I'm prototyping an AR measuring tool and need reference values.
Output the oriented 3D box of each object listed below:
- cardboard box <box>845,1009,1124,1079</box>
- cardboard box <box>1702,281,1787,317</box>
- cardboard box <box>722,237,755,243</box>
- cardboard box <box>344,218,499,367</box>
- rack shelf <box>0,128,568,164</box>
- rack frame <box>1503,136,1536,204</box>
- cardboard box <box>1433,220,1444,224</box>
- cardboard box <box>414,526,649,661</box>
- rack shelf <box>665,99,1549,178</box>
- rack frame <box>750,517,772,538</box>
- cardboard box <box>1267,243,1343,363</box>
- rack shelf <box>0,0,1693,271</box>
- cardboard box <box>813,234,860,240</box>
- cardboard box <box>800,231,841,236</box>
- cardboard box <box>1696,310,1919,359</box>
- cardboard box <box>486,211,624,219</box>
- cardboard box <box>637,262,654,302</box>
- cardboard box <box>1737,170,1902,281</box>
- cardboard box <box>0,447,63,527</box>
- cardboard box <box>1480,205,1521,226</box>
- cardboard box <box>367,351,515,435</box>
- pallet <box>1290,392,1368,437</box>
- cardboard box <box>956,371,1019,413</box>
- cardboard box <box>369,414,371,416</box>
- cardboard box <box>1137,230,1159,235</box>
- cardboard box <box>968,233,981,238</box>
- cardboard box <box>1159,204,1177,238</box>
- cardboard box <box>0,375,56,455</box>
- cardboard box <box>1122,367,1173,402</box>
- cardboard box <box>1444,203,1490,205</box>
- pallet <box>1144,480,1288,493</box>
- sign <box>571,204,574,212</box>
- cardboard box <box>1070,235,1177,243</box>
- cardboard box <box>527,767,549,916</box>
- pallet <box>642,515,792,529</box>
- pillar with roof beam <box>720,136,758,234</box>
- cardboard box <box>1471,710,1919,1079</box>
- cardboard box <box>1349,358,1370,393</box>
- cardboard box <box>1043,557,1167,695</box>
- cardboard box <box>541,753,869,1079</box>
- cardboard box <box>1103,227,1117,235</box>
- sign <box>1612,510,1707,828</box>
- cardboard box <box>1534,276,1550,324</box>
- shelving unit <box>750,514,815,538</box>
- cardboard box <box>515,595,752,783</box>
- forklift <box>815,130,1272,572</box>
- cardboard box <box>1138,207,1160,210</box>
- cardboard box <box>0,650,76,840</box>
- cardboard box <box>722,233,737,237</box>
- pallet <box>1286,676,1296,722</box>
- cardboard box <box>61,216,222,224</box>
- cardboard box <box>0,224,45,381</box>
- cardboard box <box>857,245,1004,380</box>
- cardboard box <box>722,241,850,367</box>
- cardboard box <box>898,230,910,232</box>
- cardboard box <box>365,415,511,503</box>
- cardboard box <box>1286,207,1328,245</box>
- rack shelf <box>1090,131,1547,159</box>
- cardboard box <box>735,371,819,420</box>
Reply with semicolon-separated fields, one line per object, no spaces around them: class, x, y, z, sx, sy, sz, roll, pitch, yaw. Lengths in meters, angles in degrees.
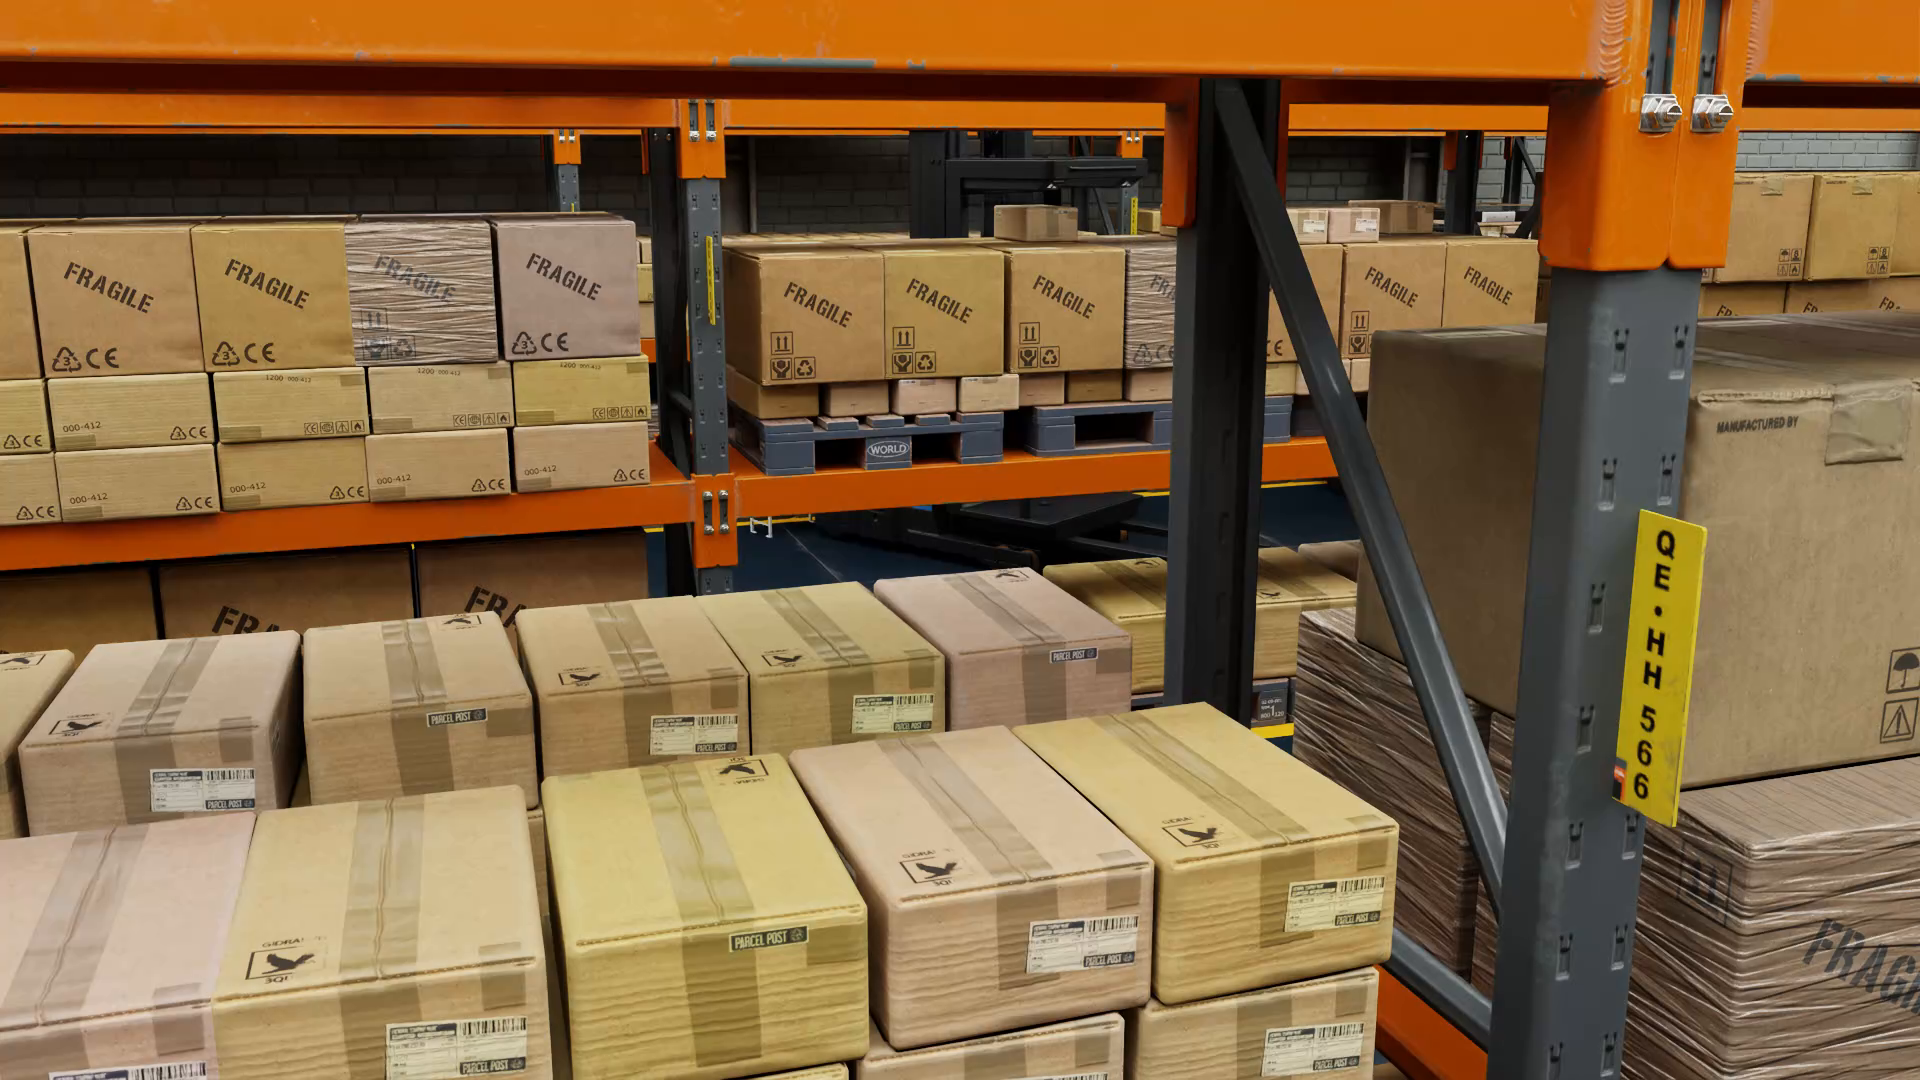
cardboard box;-0.022;0.472;1.671;0.250;0.149;0.380;-4;14;-16
cardboard box;3.645;-1.038;8.167;0.500;0.500;0.500;-5;14;-18
cardboard box;-1.580;-2.014;11.511;0.250;0.149;0.380;-4;14;-17
cardboard box;-2.011;-0.936;6.219;0.500;0.500;0.500;-4;14;-17
rack shelf;-4.603;-2.586;10.606;4.000;0.370;1.077;-4;14;-18
rack frame;4.875;-2.215;13.973;0.127;3.000;1.000;-4;14;-18
cardboard box;3.668;-2.555;13.143;0.250;0.149;0.380;-4;14;-17
cardboard box;-1.802;0.326;6.975;0.875;0.875;0.875;-5;14;-19
rack shelf;0.775;-1.793;7.272;4.000;0.370;1.077;-4;14;-18
rack frame;-1.349;-0.619;11.153;0.015;1.200;0.240;-11;17;-39
cardboard box;1.345;-1.071;7.397;0.500;0.500;0.500;-4;14;-16
rack shelf;-1.342;-0.420;1.498;4.000;0.370;1.077;-4;14;-18
cardboard box;-0.876;-2.086;11.811;0.250;0.149;0.380;-4;14;-18
cardboard box;-1.015;-2.175;12.186;0.250;0.149;0.380;-4;14;-16
cardboard box;1.461;-0.062;2.543;0.500;0.500;0.700;-5;14;-19
cardboard box;-1.666;-1.089;6.860;0.500;0.500;0.500;-5;14;-20
cardboard box;-2.201;-1.769;11.340;0.500;0.250;0.500;-4;14;-18
cardboard box;4.132;-1.560;8.200;0.500;0.500;0.700;-5;14;-19
cardboard box;-3.430;-0.215;5.891;0.500;0.250;0.500;-5;14;-19
cardboard box;4.379;-2.626;13.441;0.250;0.149;0.380;-4;14;-18
cardboard box;-1.983;-0.576;6.327;0.500;0.250;0.500;-5;14;-20
pallet;1.900;-0.714;8.075;1.213;0.211;1.003;-4;14;-18
cardboard box;0.067;-0.641;6.990;0.250;0.149;0.380;-4;14;-18
cardboard box;-3.872;-0.790;11.075;0.250;0.149;0.380;-4;14;-16
cardboard box;1.470;-2.250;12.501;0.250;0.149;0.380;-5;14;-19
cardboard box;0.136;-2.132;12.006;0.250;0.149;0.380;-5;14;-20
cardboard box;1.115;-1.485;7.735;0.250;0.149;0.380;-4;14;-15
cardboard box;-3.433;-0.458;5.830;0.500;0.250;0.500;-4;14;-17
cardboard box;0.794;-0.710;7.282;0.250;0.149;0.380;-4;14;-16
cardboard box;4.217;-2.740;13.920;0.250;0.149;0.380;-4;14;-16
pallet;1.851;-0.613;13.263;1.213;0.211;1.003;-4;14;-18
sign;-2.525;-2.031;10.868;0.005;0.325;0.100;-4;14;-18
cardboard box;0.704;-1.147;7.714;0.500;0.500;0.500;-5;14;-20
cardboard box;-0.477;0.348;2.191;0.250;0.149;0.380;-5;14;-20
pallet;-1.915;-0.320;12.033;1.213;0.211;1.003;-4;14;-18
pillar with roof beam;-0.386;-3.893;8.063;0.400;9.000;9.100;-4;14;-18
cardboard box;1.066;0.519;2.261;0.500;0.500;0.500;-4;14;-17
cardboard box;1.782;-0.773;7.544;0.250;0.149;0.380;-5;14;-19
cardboard box;0.835;0.387;7.803;0.625;0.372;0.950;-4;14;-16
cardboard box;-0.251;0.345;1.562;0.250;0.149;0.380;-4;14;-16
cardboard box;1.307;-2.364;12.982;0.250;0.149;0.380;-5;14;-18
sign;0.736;0.136;1.760;0.005;0.325;0.100;-4;14;-18
cardboard box;3.012;-1.112;8.477;0.500;0.500;0.500;-5;14;-20
shelving unit;-1.163;-0.656;11.307;0.503;1.200;0.258;-11;17;-39
cardboard box;-0.434;0.200;2.171;0.250;0.149;0.380;-5;14;-18
forklift;0.491;-1.337;10.431;3.031;2.935;1.130;10;17;37
cardboard box;1.541;-2.528;13.028;0.250;0.149;0.380;-5;14;-20
cardboard box;-1.191;0.259;1.920;0.250;0.149;0.380;-4;14;-16
cardboard box;-1.776;-2.140;12.040;0.250;0.149;0.380;-5;14;-19
pallet;1.933;0.583;8.236;1.213;0.211;1.003;-4;14;-18
cardboard box;-3.108;-0.979;6.398;0.500;0.500;0.500;-4;14;-17
cardboard box;-3.453;-0.826;5.755;0.500;0.500;0.500;-5;14;-19
cardboard box;-0.129;-0.956;6.915;0.500;0.500;0.500;-4;14;-15
cardboard box;-0.778;-1.028;7.218;0.500;0.500;0.500;-5;14;-20
cardboard box;-0.305;-2.242;12.470;0.250;0.149;0.380;-4;14;-18
cardboard box;-1.996;-0.328;6.363;0.500;0.250;0.500;-4;14;-17
cardboard box;1.404;-1.382;7.302;0.250;0.149;0.380;-5;14;-20
rack shelf;2.979;-3.177;13.088;4.000;0.370;1.077;-4;14;-18
cardboard box;-0.753;-0.602;6.825;0.250;0.149;0.380;-5;14;-21
